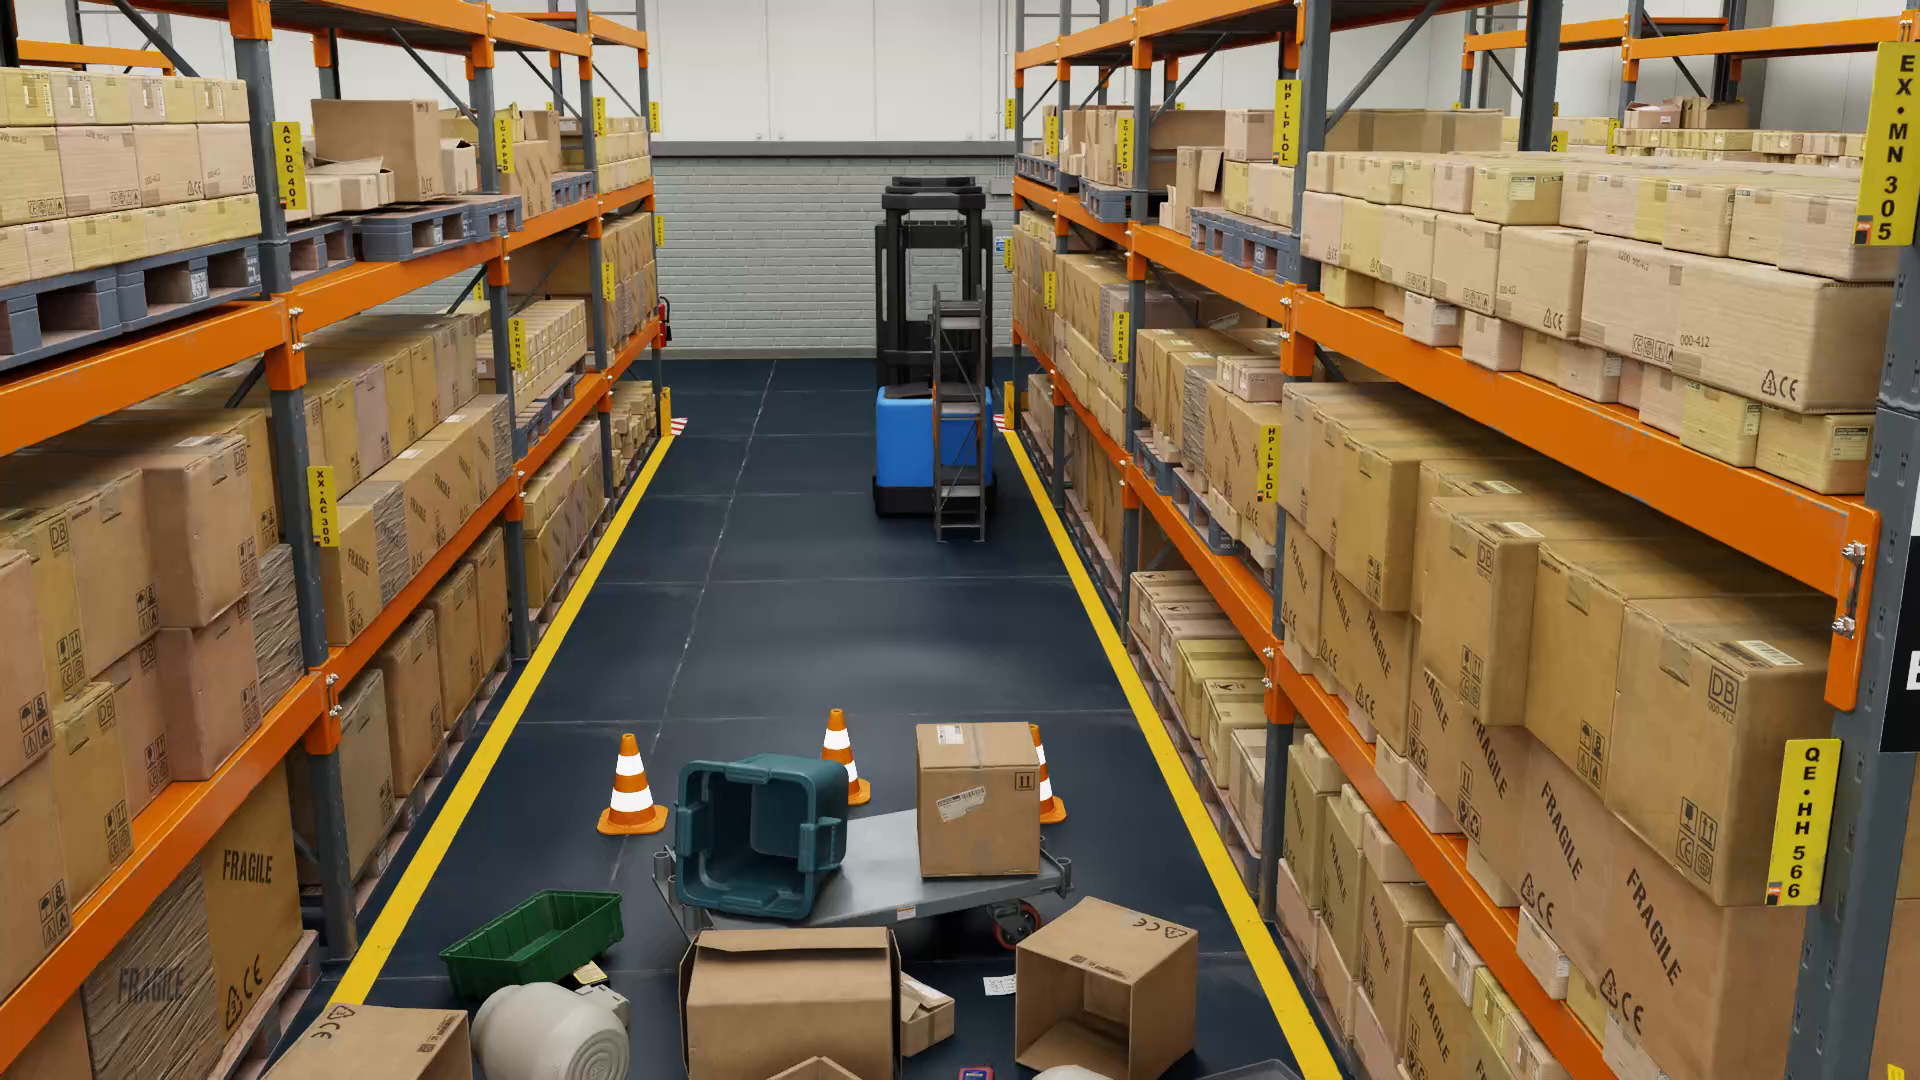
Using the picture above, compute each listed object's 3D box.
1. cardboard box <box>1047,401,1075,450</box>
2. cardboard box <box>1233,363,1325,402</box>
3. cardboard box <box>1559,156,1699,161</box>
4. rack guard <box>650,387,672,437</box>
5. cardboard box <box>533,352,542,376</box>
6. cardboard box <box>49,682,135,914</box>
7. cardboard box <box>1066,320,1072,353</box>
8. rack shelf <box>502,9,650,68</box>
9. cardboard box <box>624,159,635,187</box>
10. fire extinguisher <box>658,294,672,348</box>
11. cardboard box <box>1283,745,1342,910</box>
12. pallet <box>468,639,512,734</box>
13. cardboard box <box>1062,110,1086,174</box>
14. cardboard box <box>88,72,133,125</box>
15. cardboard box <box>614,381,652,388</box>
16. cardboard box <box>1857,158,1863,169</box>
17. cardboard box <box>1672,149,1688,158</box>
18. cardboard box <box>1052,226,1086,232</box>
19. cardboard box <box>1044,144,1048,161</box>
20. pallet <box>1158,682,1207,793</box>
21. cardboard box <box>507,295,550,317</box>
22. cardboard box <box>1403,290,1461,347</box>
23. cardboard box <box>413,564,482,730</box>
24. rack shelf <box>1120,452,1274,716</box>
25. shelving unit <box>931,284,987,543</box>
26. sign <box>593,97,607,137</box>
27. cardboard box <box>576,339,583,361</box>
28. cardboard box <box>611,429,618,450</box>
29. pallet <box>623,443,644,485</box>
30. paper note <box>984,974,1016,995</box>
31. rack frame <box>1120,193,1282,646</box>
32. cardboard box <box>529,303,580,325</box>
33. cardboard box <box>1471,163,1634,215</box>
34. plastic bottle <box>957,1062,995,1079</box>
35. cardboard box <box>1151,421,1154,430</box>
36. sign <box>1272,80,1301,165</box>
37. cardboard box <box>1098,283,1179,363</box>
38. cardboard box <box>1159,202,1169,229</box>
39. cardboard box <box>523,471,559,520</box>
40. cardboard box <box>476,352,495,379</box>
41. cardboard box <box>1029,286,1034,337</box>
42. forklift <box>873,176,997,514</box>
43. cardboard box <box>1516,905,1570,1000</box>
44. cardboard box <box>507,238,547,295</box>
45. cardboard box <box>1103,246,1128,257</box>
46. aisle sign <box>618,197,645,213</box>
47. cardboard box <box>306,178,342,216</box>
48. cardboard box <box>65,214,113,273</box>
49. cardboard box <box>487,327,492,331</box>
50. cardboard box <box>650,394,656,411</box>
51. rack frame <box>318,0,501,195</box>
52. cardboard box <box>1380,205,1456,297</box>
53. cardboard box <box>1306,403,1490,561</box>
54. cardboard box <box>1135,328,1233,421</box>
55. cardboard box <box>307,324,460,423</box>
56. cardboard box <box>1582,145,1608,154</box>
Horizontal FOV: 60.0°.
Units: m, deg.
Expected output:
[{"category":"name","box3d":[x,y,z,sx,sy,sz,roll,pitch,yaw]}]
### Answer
[{"category":"cardboard box","box3d":[1.362,-1.099,16.579,0.875,0.438,0.875,-1,14,-5]},{"category":"cardboard box","box3d":[1.536,-0.759,8.016,0.380,0.149,0.250,-1,14,-5]},{"category":"cardboard box","box3d":[2.250,-1.216,5.619,0.380,0.149,0.250,0,14,-2]},{"category":"rack guard","box3d":[-3.827,-1.420,18.543,1.175,0.500,0.348,-1,14,-3]},{"category":"cardboard box","box3d":[-3.235,-1.268,11.998,0.380,0.149,0.250,-1,14,-3]},{"category":"cardboard box","box3d":[-2.948,0.756,4.765,0.875,0.550,0.500,-1,14,-3]},{"category":"cardboard box","box3d":[1.156,-1.683,13.845,0.500,0.250,0.500,-1,14,-3]},{"category":"rack shelf","box3d":[-3.708,-4.708,15.714,1.077,0.370,4.000,-1,14,-3]},{"category":"cardboard box","box3d":[-3.431,-3.538,16.040,0.500,0.250,0.500,0,14,-1]},{"category":"fire extinguisher","box3d":[-3.387,-2.501,18.632,0.296,0.674,0.183,-1,14,-3]},{"category":"cardboard box","box3d":[1.613,1.149,6.711,0.500,0.500,0.500,0,14,-1]},{"category":"pallet","box3d":[-3.363,0.888,10.153,1.003,0.211,1.213,-1,14,-3]},{"category":"cardboard box","box3d":[1.115,-3.237,13.525,0.500,0.500,0.500,-1,14,-4]},{"category":"cardboard box","box3d":[-2.684,-1.296,4.885,0.380,0.149,0.250,-1,14,-3]},{"category":"cardboard box","box3d":[-3.546,-1.633,18.037,0.380,0.149,0.250,-1,14,-3]},{"category":"cardboard box","box3d":[6.290,-2.497,11.192,0.380,0.149,0.250,-1,14,-2]},{"category":"cardboard box","box3d":[5.991,-3.082,13.427,0.380,0.149,0.250,-1,14,-4]},{"category":"cardboard box","box3d":[1.066,-2.867,15.640,0.380,0.149,0.250,-1,14,-4]},{"category":"cardboard box","box3d":[0.975,-3.559,15.279,0.380,0.149,0.250,-1,14,-2]},{"category":"pallet","box3d":[1.718,1.086,9.382,1.003,0.211,1.213,-1,14,-3]},{"category":"cardboard box","box3d":[-3.896,-1.963,14.839,0.500,0.500,0.500,-1,14,-3]},{"category":"cardboard box","box3d":[1.613,-0.695,5.190,0.380,0.149,0.250,-1,14,-5]},{"category":"cardboard box","box3d":[-3.331,0.596,9.361,1.050,0.750,0.750,-1,14,-3]},{"category":"rack shelf","box3d":[1.722,0.084,9.123,1.077,0.370,4.000,-1,14,-3]},{"category":"shelving unit","box3d":[-0.010,-1.058,13.925,0.431,2.100,0.503,-1,14,-3]},{"category":"sign","box3d":[-3.030,-3.558,13.988,0.100,0.325,0.005,-1,14,-3]},{"category":"cardboard box","box3d":[-3.345,-1.576,13.794,0.380,0.149,0.250,-1,14,-3]},{"category":"cardboard box","box3d":[-3.356,-0.924,15.282,0.380,0.149,0.250,0,14,-1]},{"category":"pallet","box3d":[-3.740,-0.775,16.615,1.003,0.211,1.213,-1,14,-3]},{"category":"paper note","box3d":[0.176,1.829,6.856,0.148,0.019,0.142,-1,14,-3]},{"category":"rack frame","box3d":[1.598,-0.762,10.967,1.000,3.000,0.127,-1,14,-3]},{"category":"cardboard box","box3d":[-3.347,-1.861,13.707,0.380,0.149,0.250,-1,14,-5]},{"category":"cardboard box","box3d":[1.718,-1.015,4.837,0.380,0.149,0.250,-1,14,-2]},{"category":"plastic bottle","box3d":[0.054,2.006,6.107,0.133,0.061,0.283,2,15,6]},{"category":"cardboard box","box3d":[1.433,-0.760,10.620,0.380,0.149,0.250,-2,15,-7]},{"category":"sign","box3d":[1.292,-1.651,6.576,0.100,0.325,0.005,-1,14,-3]},{"category":"cardboard box","box3d":[1.265,-1.546,11.809,0.500,0.500,0.500,-1,14,-2]},{"category":"cardboard box","box3d":[1.448,-2.012,10.310,0.380,0.149,0.250,-1,14,-3]},{"category":"cardboard box","box3d":[-3.169,-0.317,11.909,0.500,0.250,0.500,-1,14,-4]},{"category":"cardboard box","box3d":[-3.172,-1.149,10.939,0.380,0.149,0.250,-1,14,-3]},{"category":"cardboard box","box3d":[0.966,-2.299,16.743,0.500,0.500,0.500,0,14,-2]},{"category":"forklift","box3d":[-0.244,-1.963,15.775,1.130,2.935,3.031,0,14,-1]},{"category":"cardboard box","box3d":[1.690,1.071,4.348,0.380,0.149,0.250,-1,14,-2]},{"category":"cardboard box","box3d":[-3.883,-2.444,14.702,0.500,0.500,0.500,-1,14,-5]},{"category":"cardboard box","box3d":[1.563,-2.411,15.171,0.500,0.500,0.500,-1,14,-3]},{"category":"aisle sign","box3d":[-3.537,-3.931,18.069,0.394,0.787,0.004,-1,14,-3]},{"category":"cardboard box","box3d":[-2.905,-1.510,7.316,0.250,0.149,0.380,-1,14,-3]},{"category":"cardboard box","box3d":[-2.666,-0.846,4.734,0.380,0.149,0.250,-1,14,-4]},{"category":"cardboard box","box3d":[-3.984,-1.647,13.472,0.380,0.149,0.250,-1,14,-2]},{"category":"cardboard box","box3d":[-3.514,-1.490,18.078,0.380,0.149,0.250,-1,14,-5]},{"category":"rack frame","box3d":[-3.336,-3.565,9.824,1.000,3.000,0.127,-1,14,-3]},{"category":"cardboard box","box3d":[1.659,-0.924,5.283,0.500,0.250,0.500,-1,14,-3]},{"category":"cardboard box","box3d":[1.667,-0.203,5.993,0.700,0.500,0.500,-1,14,-3]},{"category":"cardboard box","box3d":[1.395,-1.042,10.416,0.500,0.500,0.500,-1,14,-5]},{"category":"cardboard box","box3d":[-3.286,-0.955,9.512,0.700,0.500,0.500,-1,14,-4]},{"category":"cardboard box","box3d":[6.024,-3.474,15.194,0.500,0.250,0.500,-1,14,-3]}]
